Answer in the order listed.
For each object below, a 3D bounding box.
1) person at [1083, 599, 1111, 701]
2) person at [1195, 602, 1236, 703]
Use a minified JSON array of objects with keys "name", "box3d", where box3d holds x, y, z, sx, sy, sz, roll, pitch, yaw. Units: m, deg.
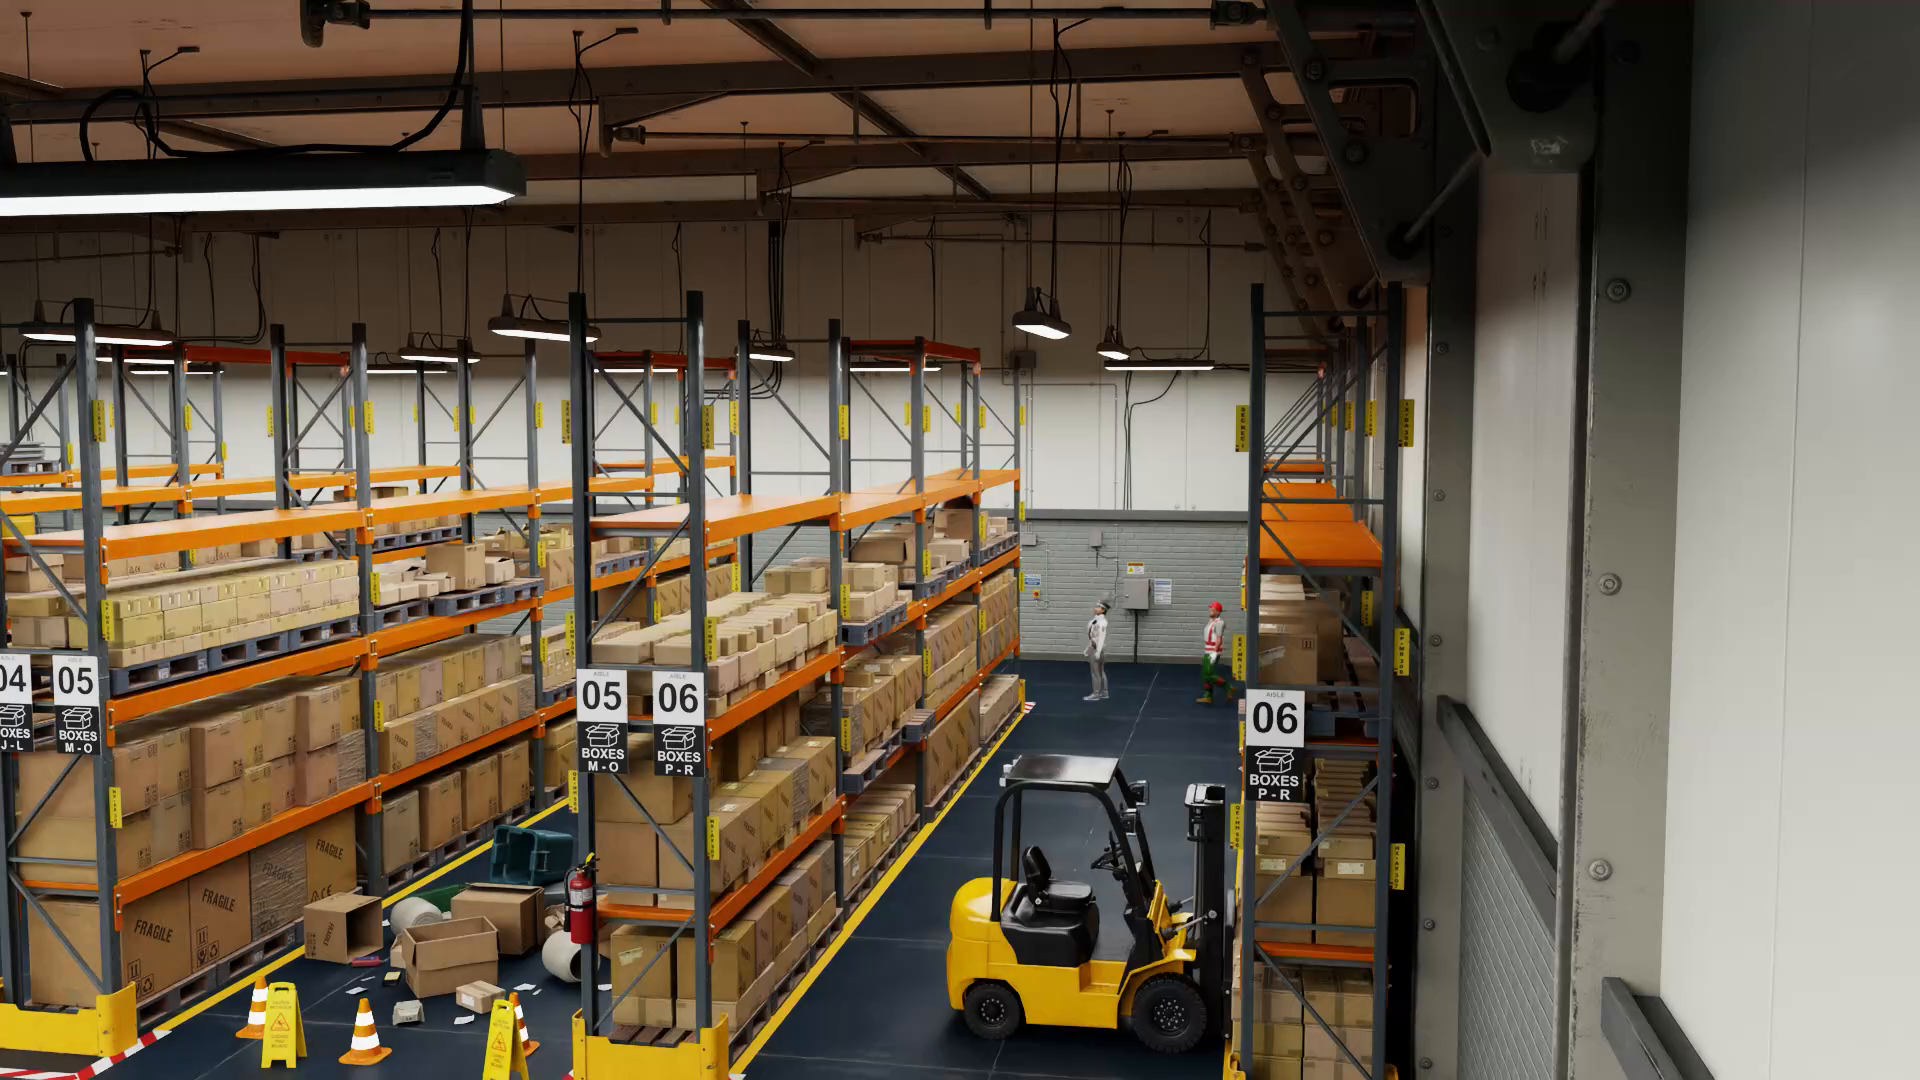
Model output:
[{"name":"person","box3d":[2.281,1.827,27.691,0.456,1.684,0.533,1,5,8]},{"name":"person","box3d":[4.430,1.957,28.752,0.711,1.764,0.567,1,5,10]}]
